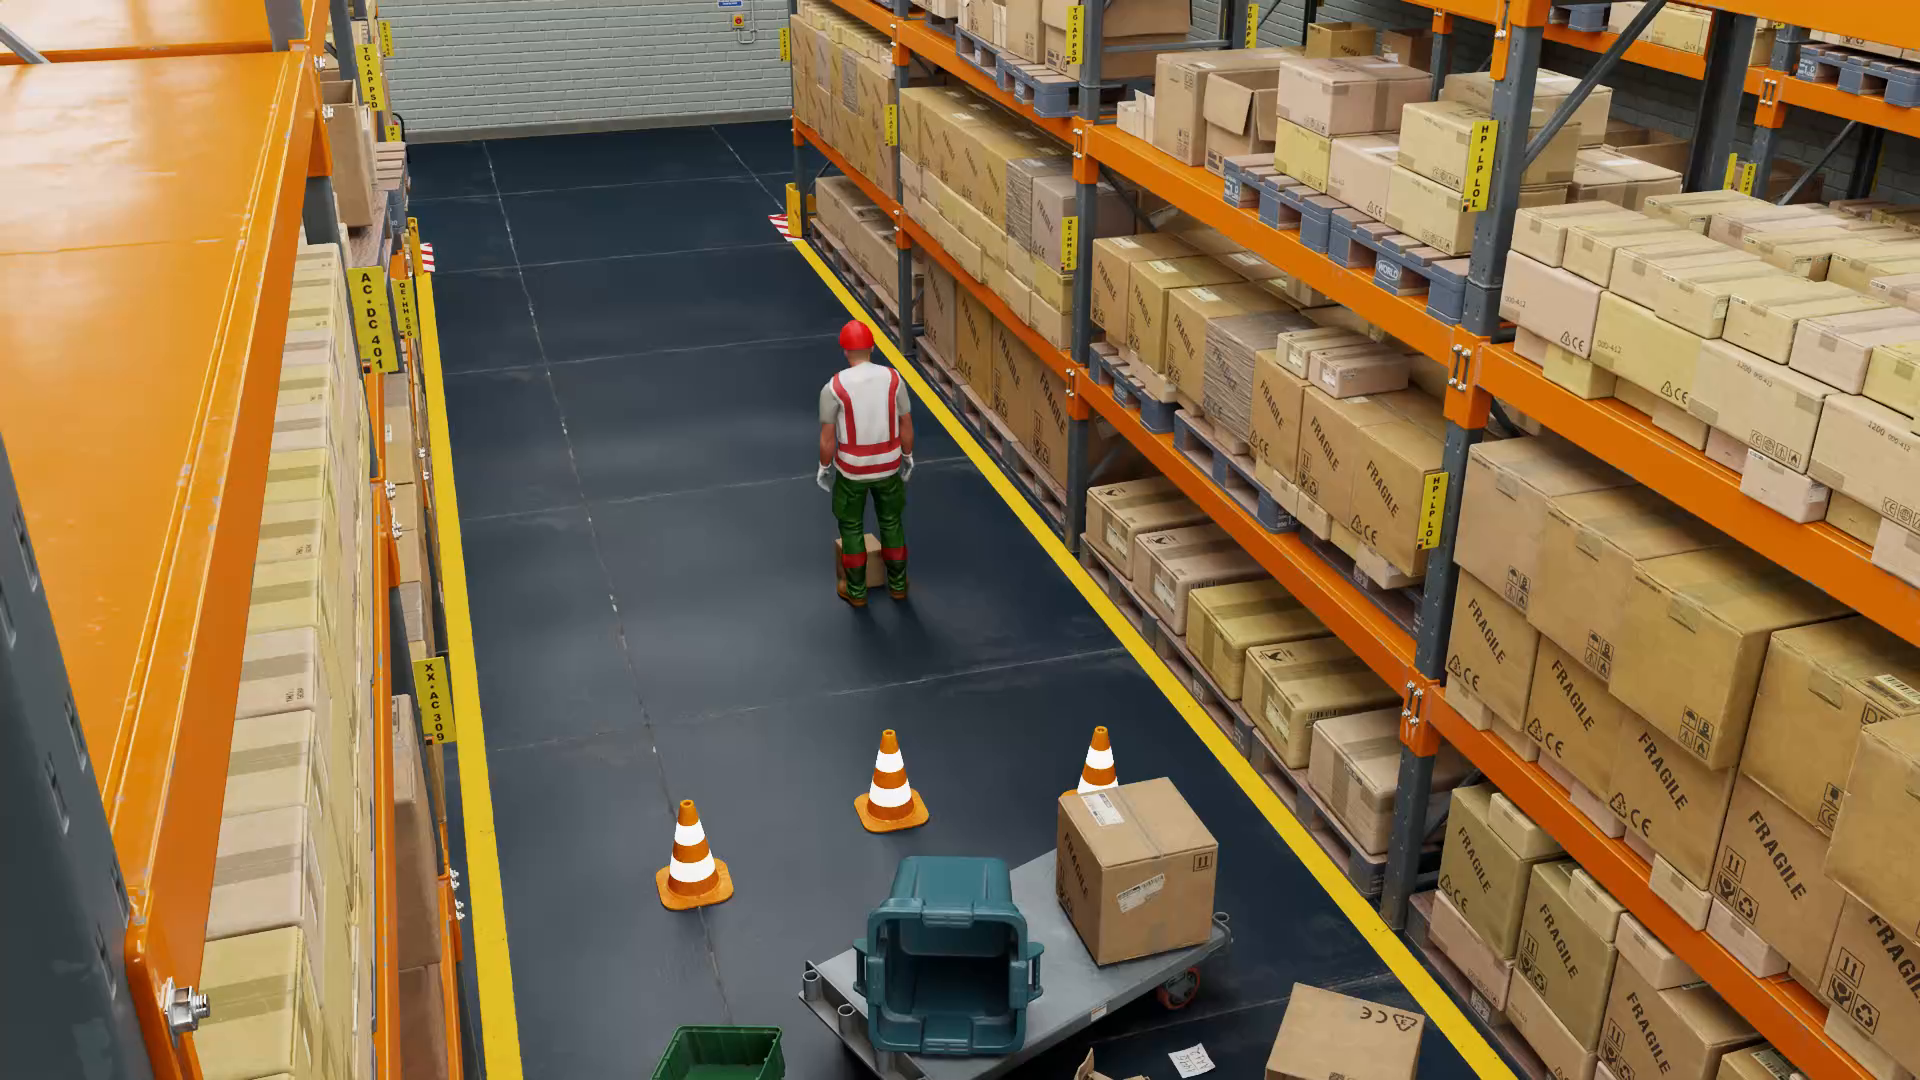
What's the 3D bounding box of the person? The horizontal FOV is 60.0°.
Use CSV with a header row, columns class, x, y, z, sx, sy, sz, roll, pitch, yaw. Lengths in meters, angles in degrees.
class,x,y,z,sx,sy,sz,roll,pitch,yaw
person,-0.564,-0.451,10.020,0.608,1.776,0.453,-8,27,-16
